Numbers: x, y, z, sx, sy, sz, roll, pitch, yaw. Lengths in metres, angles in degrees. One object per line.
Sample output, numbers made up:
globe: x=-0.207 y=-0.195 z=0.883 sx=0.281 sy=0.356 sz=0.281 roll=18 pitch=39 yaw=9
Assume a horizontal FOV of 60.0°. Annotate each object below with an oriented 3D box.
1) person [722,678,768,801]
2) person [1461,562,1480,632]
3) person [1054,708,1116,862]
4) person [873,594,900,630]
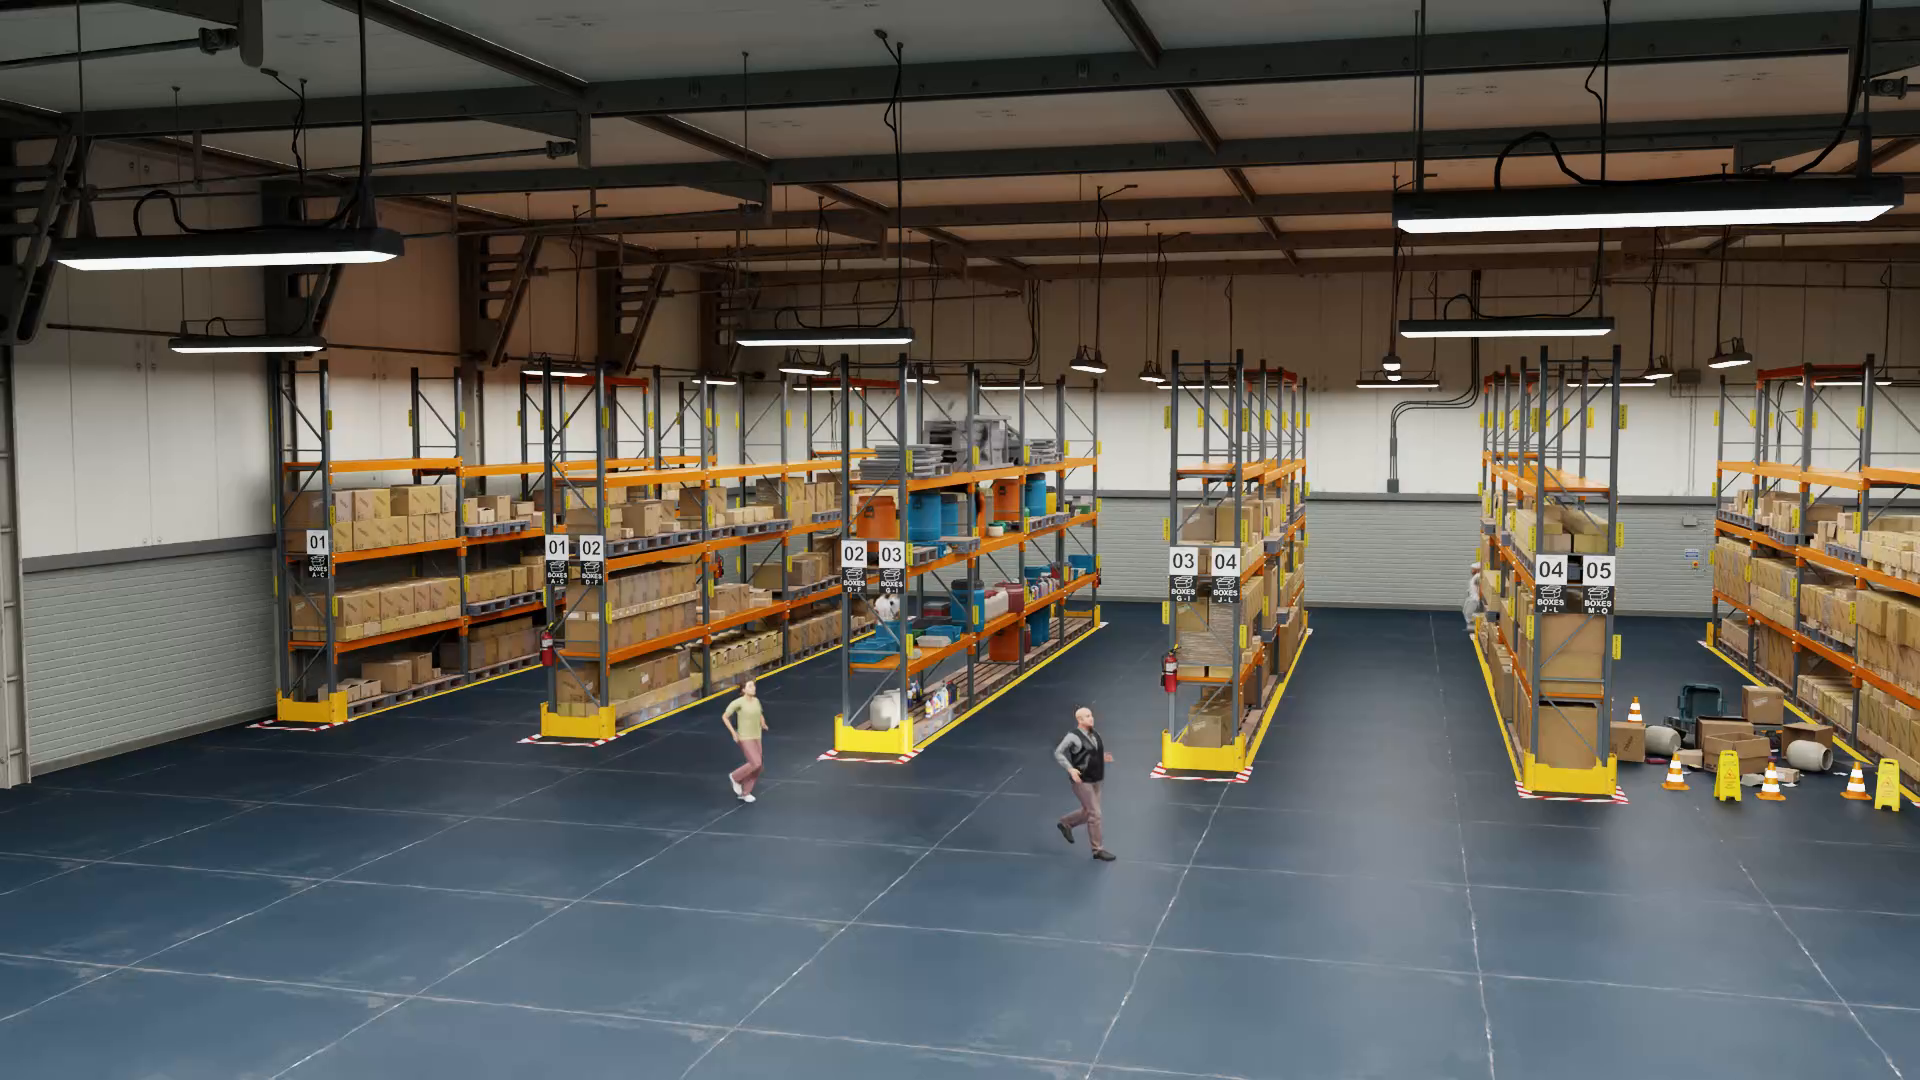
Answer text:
person: x=-2.753 y=2.625 z=21.811 sx=0.537 sy=1.623 sz=0.573 roll=3 pitch=5 yaw=39
person: x=12.189 y=1.354 z=39.121 sx=0.582 sy=1.688 sz=0.757 roll=0 pitch=4 yaw=2
person: x=1.433 y=2.771 z=19.057 sx=0.930 sy=1.699 sz=0.666 roll=4 pitch=5 yaw=41
person: x=-1.386 y=1.630 z=31.389 sx=0.575 sy=1.668 sz=0.505 roll=1 pitch=4 yaw=8
